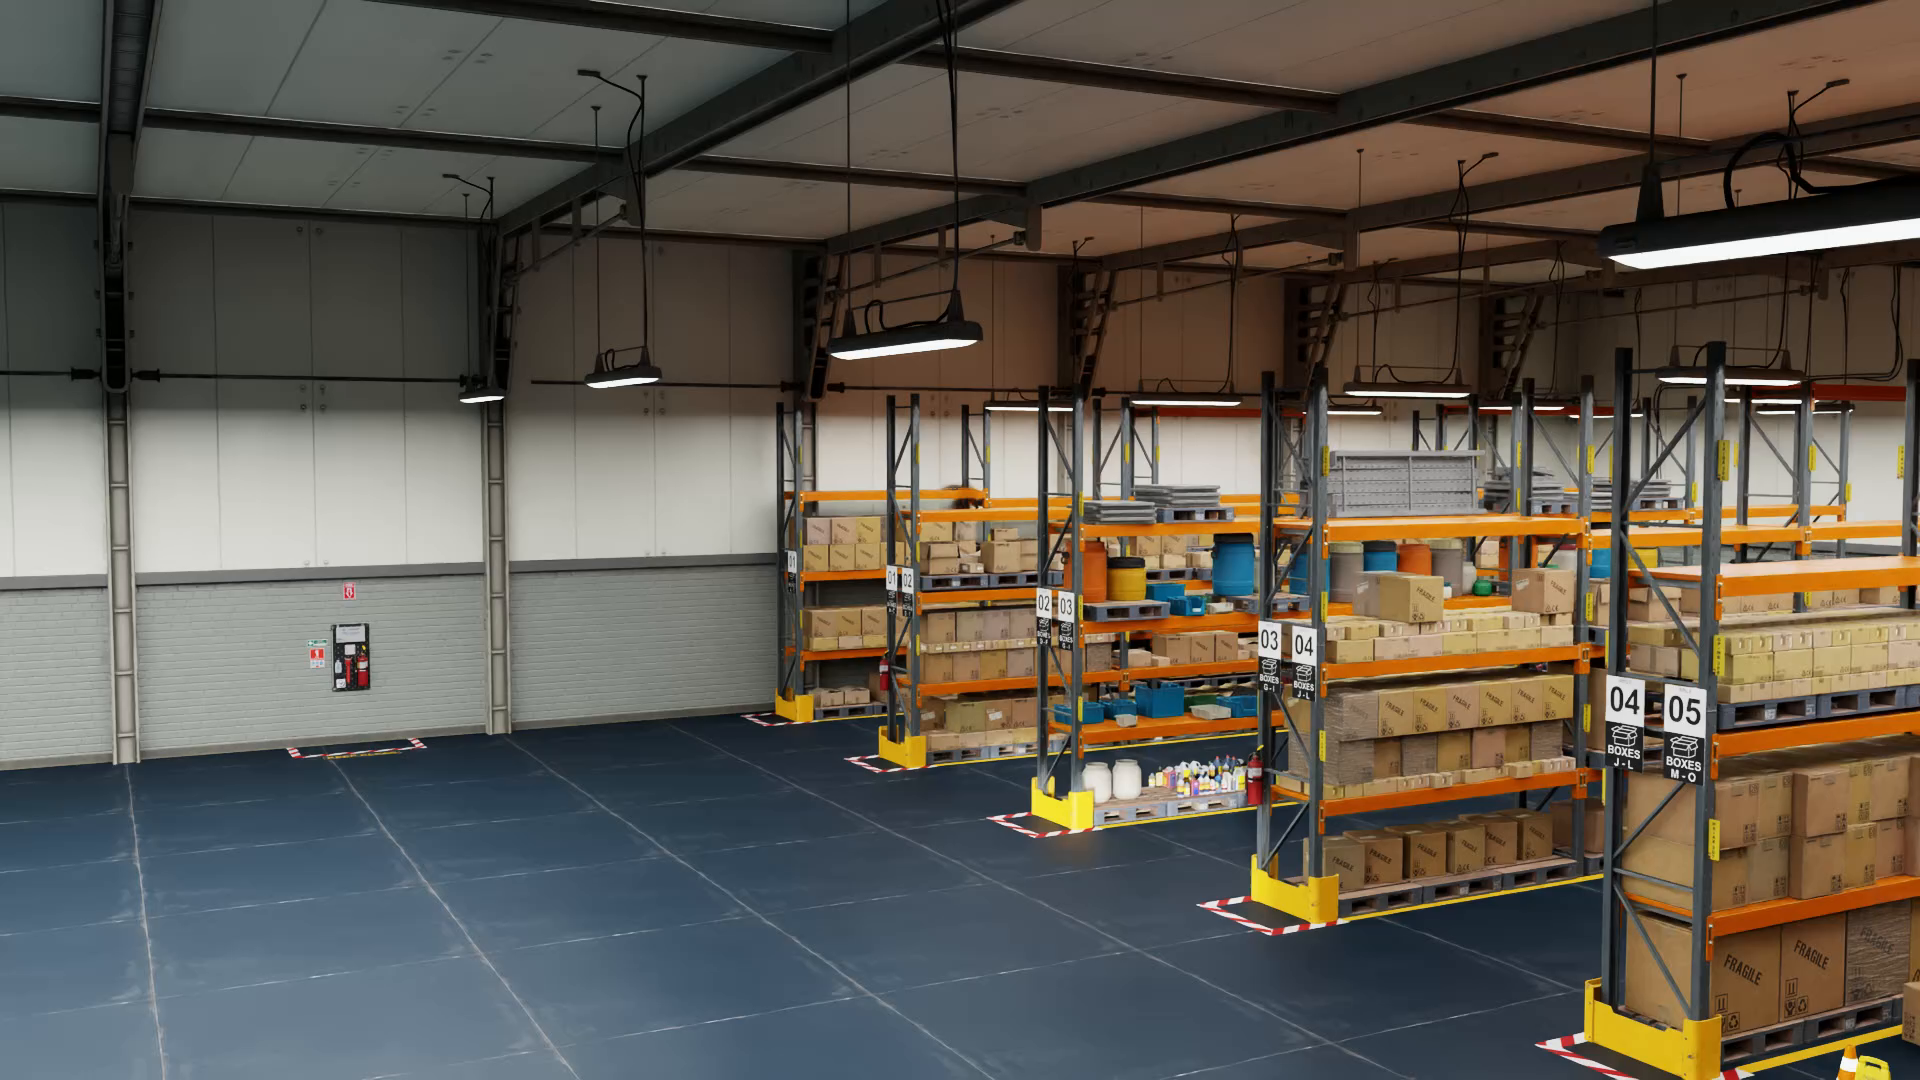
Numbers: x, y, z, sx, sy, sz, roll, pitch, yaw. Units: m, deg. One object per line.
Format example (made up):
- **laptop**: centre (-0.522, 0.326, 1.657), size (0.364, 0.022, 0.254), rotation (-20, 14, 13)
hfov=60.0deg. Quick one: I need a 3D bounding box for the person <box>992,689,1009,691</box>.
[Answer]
- **person**: centre (0.729, 2.632, 30.195), size (0.605, 1.662, 0.403), rotation (-3, 4, -42)
